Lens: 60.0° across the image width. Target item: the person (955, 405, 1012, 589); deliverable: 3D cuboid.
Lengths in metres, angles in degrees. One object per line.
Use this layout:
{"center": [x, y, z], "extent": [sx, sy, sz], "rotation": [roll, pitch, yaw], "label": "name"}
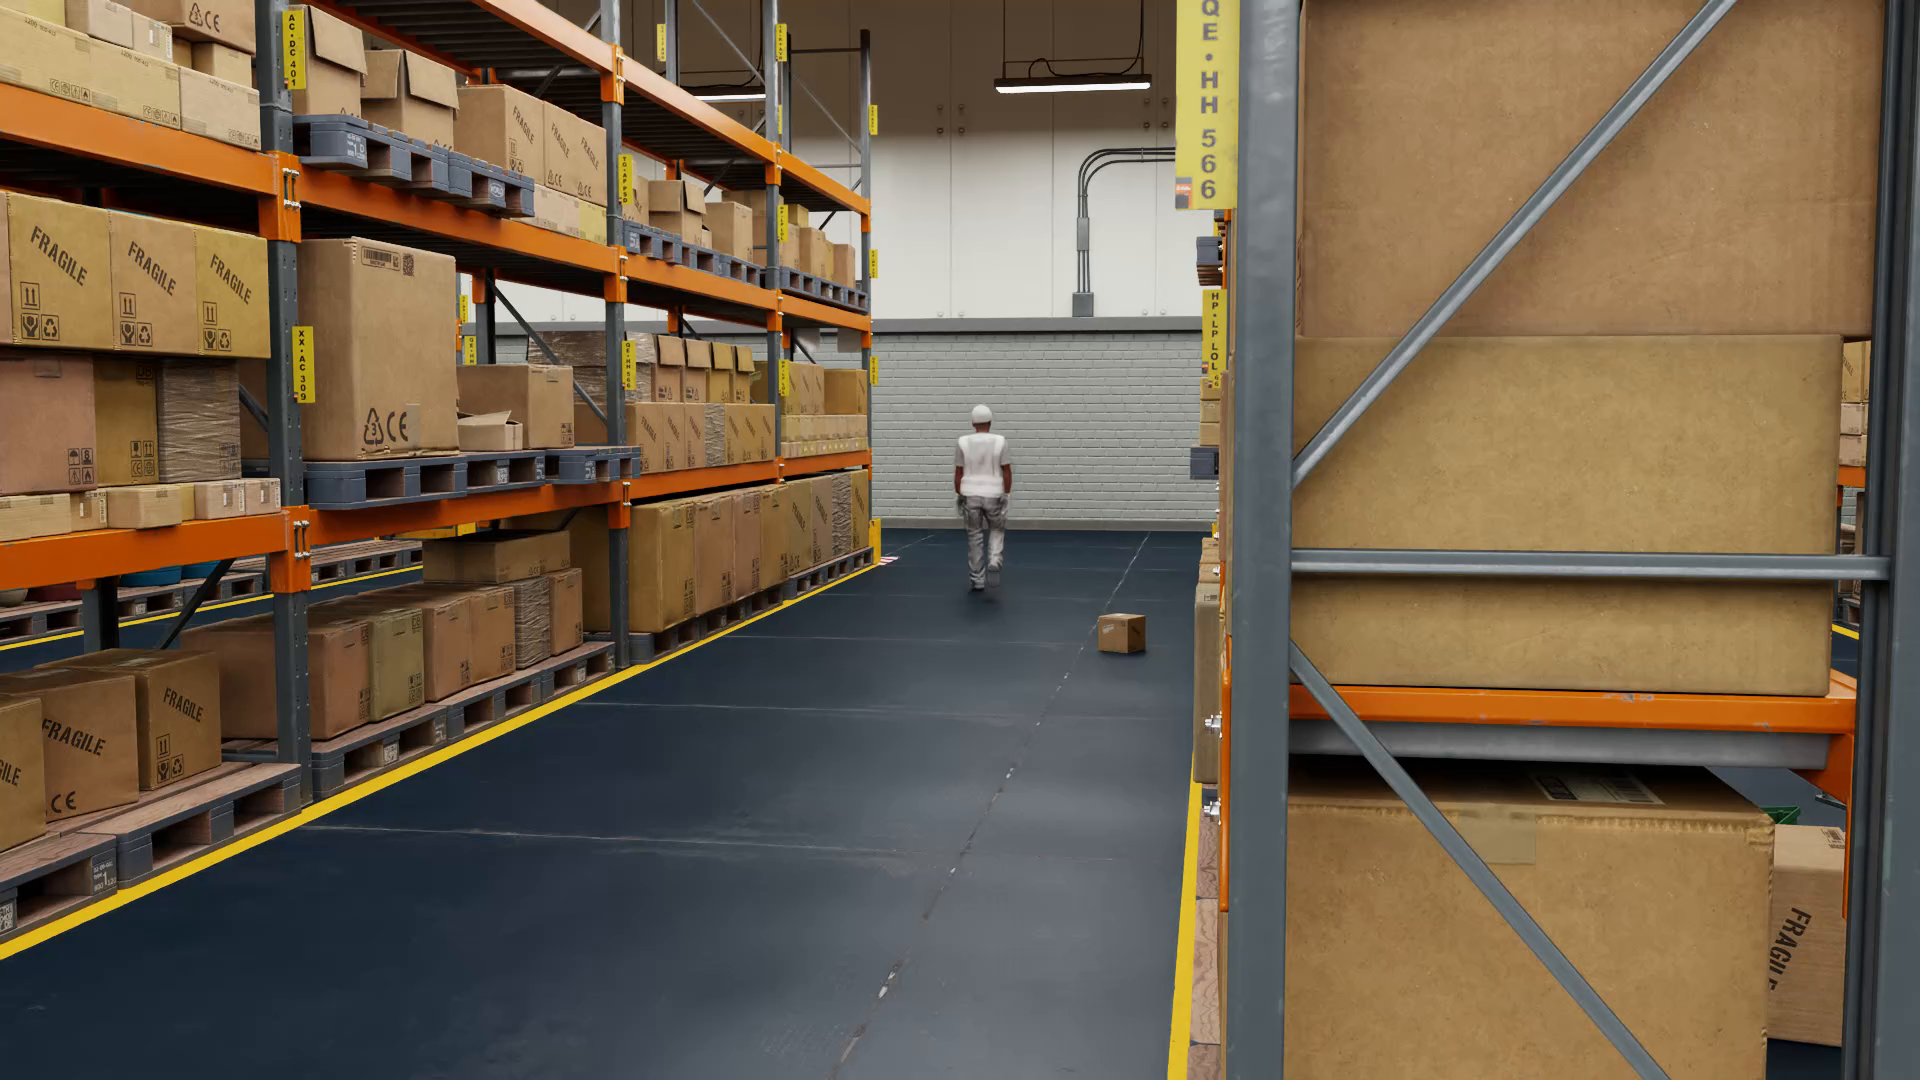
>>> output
{"center": [0.222, -0.421, 16.138], "extent": [0.548, 1.776, 0.476], "rotation": [0, 4, -1], "label": "person"}
